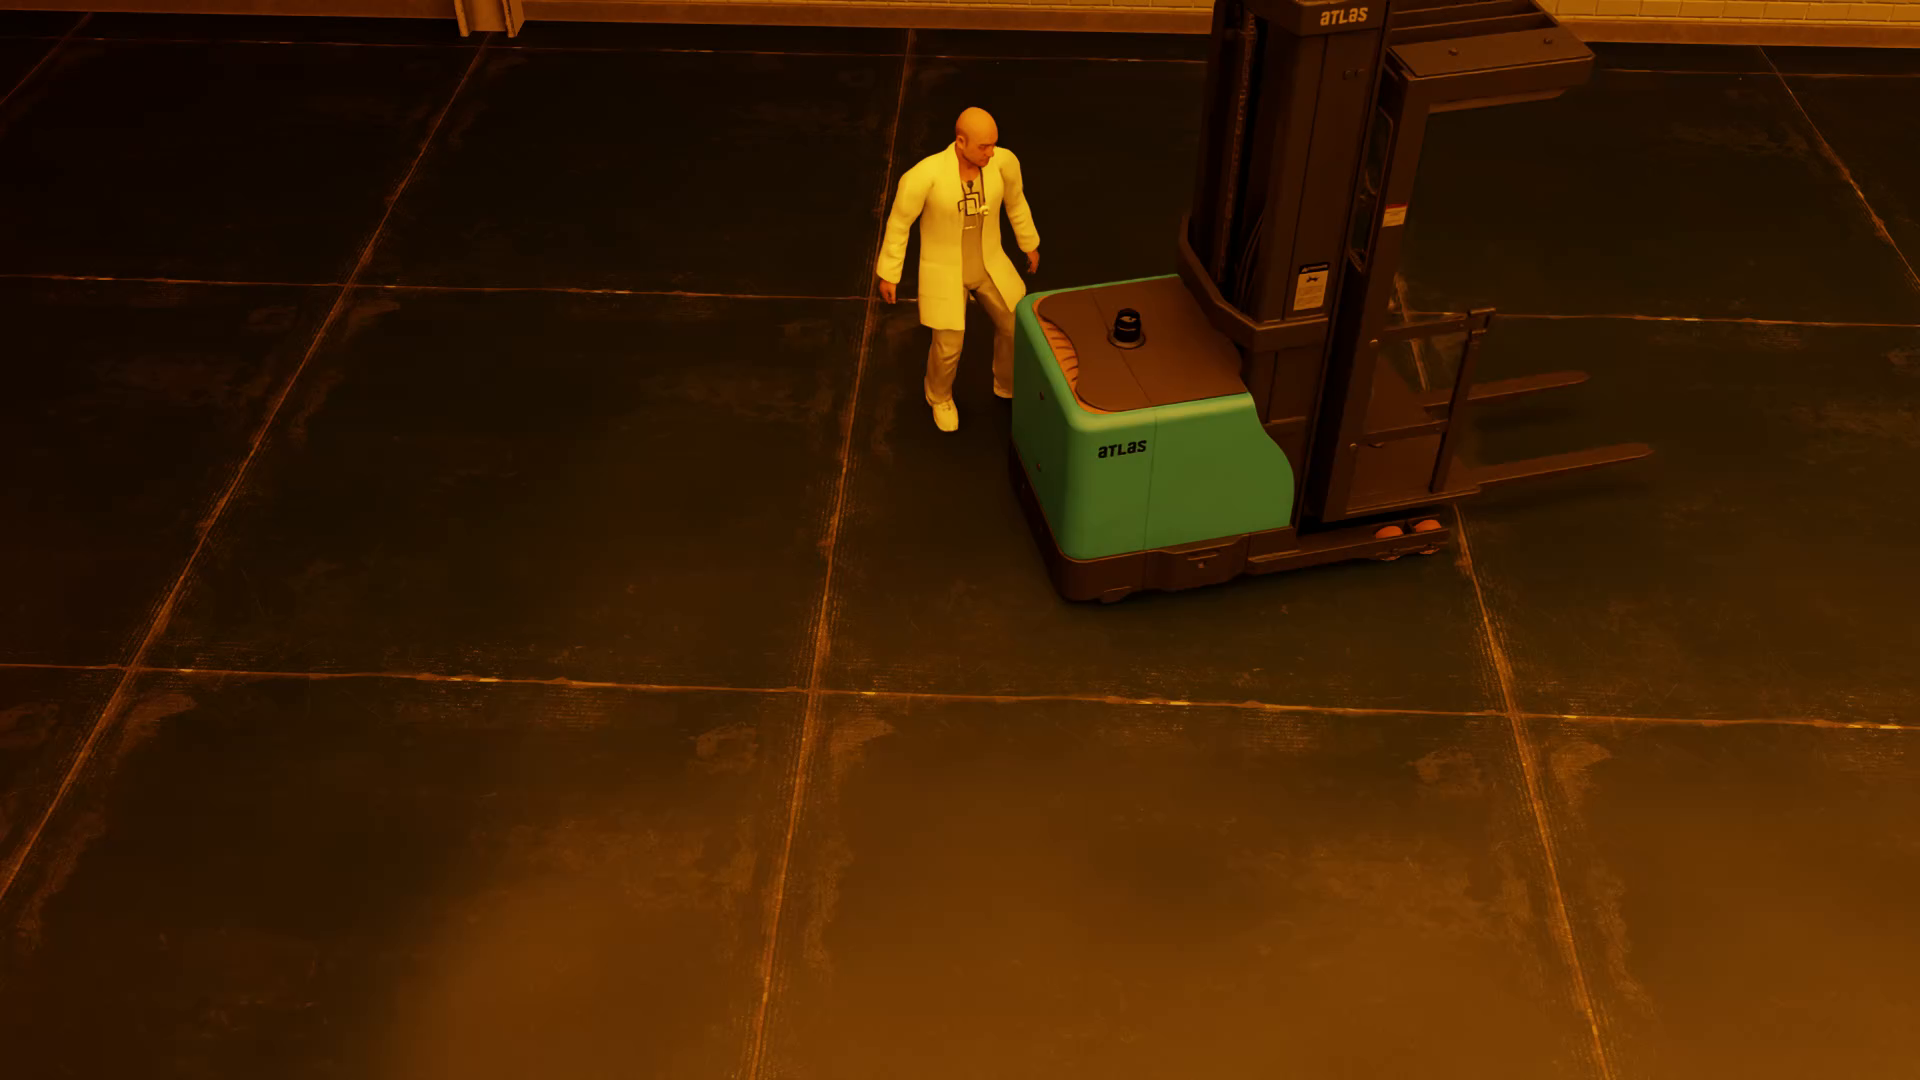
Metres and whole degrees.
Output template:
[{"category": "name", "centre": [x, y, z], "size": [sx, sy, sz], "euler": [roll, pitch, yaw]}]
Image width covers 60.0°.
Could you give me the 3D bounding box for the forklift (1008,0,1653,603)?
[{"category": "forklift", "centre": [1.810, -1.323, 7.192], "size": [3.031, 2.935, 1.130], "euler": [-9, 43, -10]}]

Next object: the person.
[{"category": "person", "centre": [0.044, -1.325, 8.078], "size": [0.899, 1.750, 0.427], "euler": [-18, 45, -18]}]
